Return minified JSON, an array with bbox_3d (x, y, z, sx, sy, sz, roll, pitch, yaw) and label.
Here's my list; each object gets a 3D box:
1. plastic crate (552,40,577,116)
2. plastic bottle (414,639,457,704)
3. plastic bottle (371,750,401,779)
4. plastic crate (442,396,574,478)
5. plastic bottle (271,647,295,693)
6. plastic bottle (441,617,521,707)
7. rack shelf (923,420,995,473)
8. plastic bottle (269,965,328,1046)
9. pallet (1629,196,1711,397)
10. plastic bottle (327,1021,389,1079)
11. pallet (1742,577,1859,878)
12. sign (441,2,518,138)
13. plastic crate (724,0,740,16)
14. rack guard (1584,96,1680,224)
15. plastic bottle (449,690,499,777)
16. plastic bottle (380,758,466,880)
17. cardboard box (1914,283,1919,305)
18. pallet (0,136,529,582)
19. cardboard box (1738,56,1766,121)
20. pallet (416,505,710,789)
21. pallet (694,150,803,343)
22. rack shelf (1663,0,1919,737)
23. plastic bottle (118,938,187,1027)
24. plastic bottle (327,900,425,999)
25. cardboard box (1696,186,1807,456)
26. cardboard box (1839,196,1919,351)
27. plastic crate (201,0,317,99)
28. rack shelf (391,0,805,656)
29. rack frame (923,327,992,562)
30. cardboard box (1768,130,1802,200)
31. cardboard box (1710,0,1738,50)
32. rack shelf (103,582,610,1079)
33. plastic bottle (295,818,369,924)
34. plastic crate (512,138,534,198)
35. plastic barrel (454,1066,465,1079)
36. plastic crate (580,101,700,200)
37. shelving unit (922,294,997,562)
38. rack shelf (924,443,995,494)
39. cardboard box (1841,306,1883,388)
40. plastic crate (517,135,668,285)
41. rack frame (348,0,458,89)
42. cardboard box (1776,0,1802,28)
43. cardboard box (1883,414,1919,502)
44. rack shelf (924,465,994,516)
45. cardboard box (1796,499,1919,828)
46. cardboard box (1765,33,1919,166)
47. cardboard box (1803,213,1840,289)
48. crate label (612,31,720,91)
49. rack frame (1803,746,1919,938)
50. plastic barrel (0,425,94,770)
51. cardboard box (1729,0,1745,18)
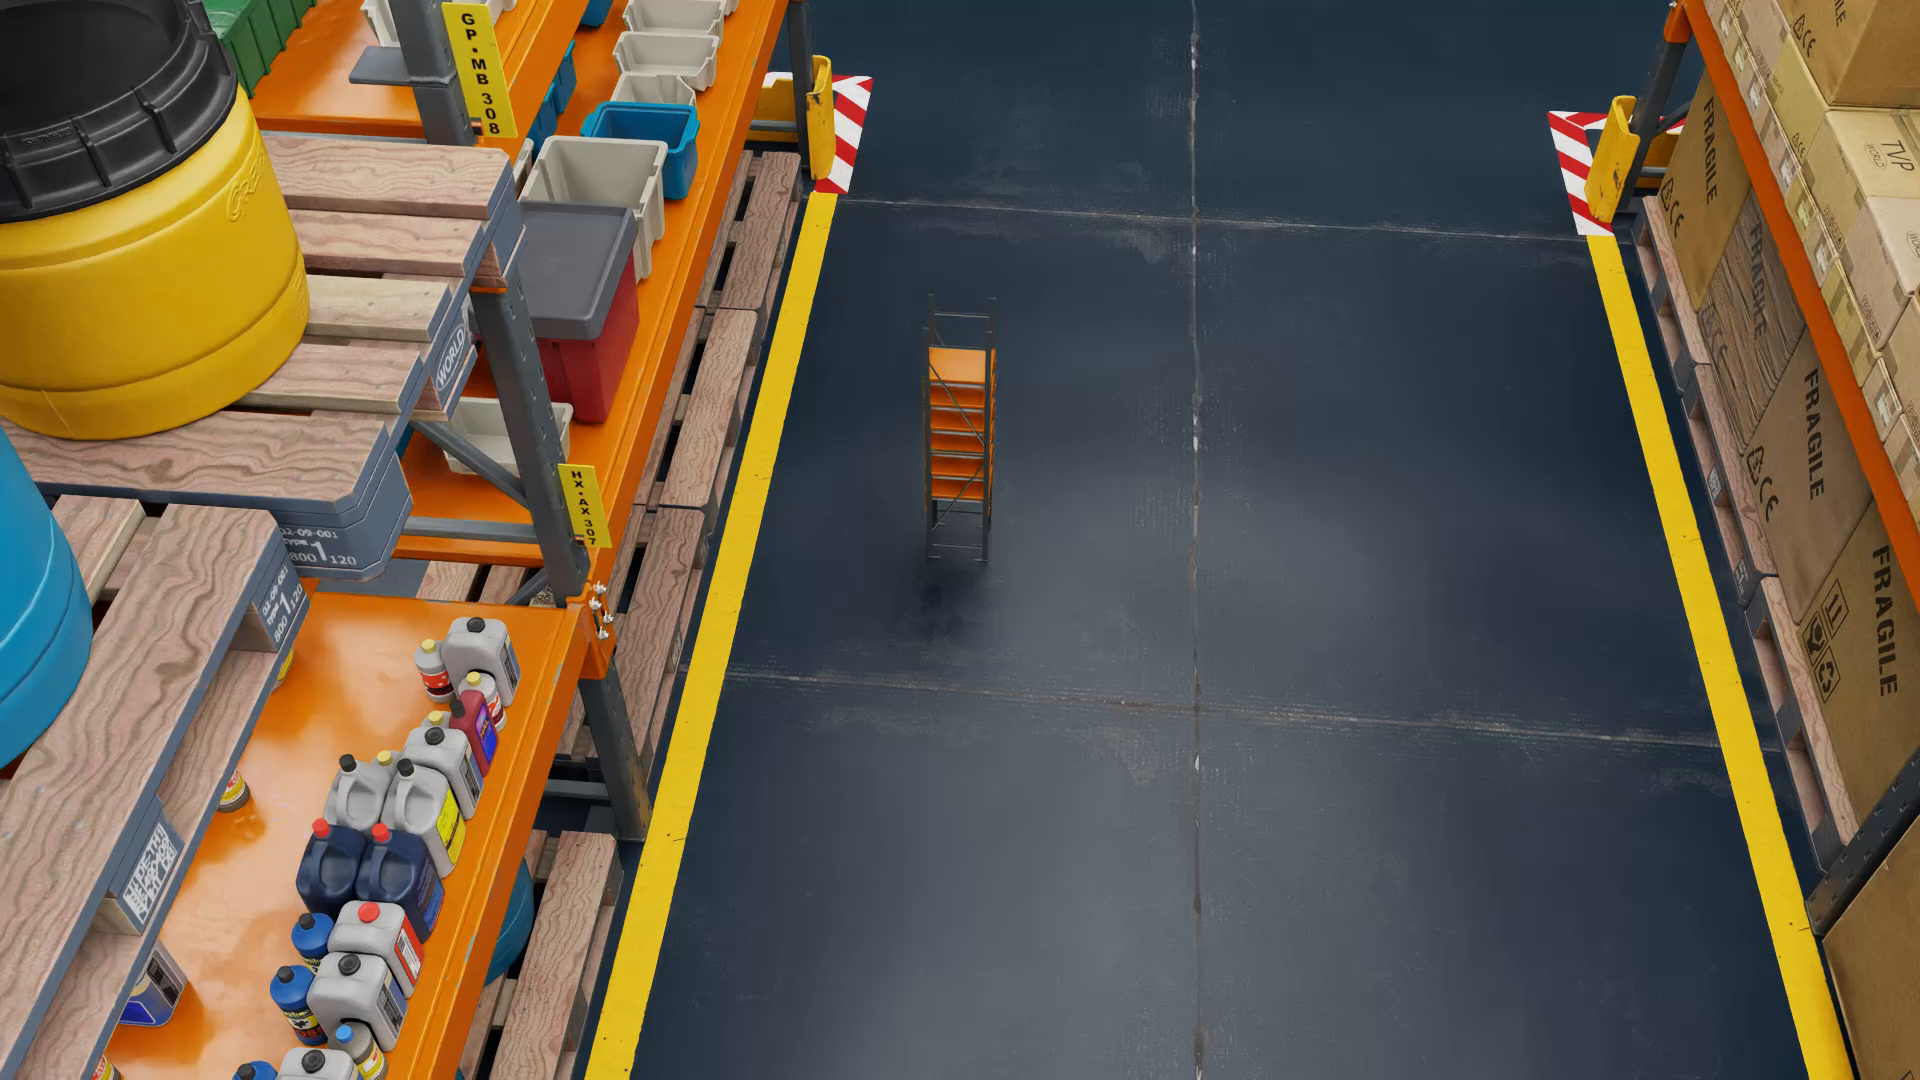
[{"bbox_3d":[-1.693,-1.813,6.448,0.416,0.233,0.300,4,48,4],"label":"plastic crate"},{"bbox_3d":[-1.427,0.347,4.535,0.097,0.201,0.097,0,48,0],"label":"plastic bottle"},{"bbox_3d":[-1.460,0.615,4.289,0.097,0.201,0.097,0,48,0],"label":"plastic bottle"},{"bbox_3d":[-1.402,-0.300,5.130,0.396,0.136,0.243,4,48,4],"label":"plastic crate"},{"bbox_3d":[-1.945,0.246,4.525,0.144,0.351,0.185,4,48,4],"label":"plastic bottle"},{"bbox_3d":[-1.301,0.316,4.512,0.152,0.276,0.135,4,48,4],"label":"plastic bottle"},{"bbox_3d":[-0.001,-0.364,6.330,0.258,0.103,0.180,4,48,4],"label":"rack shelf"},{"bbox_3d":[-1.518,1.061,3.834,0.097,0.271,0.097,0,48,0],"label":"plastic bottle"},{"bbox_3d":[3.715,-1.109,7.621,1.003,0.211,1.213,4,48,4],"label":"pallet"},{"bbox_3d":[-1.376,1.167,3.785,0.097,0.201,0.097,0,48,0],"label":"plastic bottle"},{"bbox_3d":[3.493,0.684,5.981,1.003,0.211,1.213,4,48,4],"label":"pallet"},{"bbox_3d":[-1.039,-1.014,3.606,0.100,0.325,0.005,4,48,4],"label":"sign"},{"bbox_3d":[-1.116,-2.296,6.955,0.396,0.136,0.243,4,48,4],"label":"plastic crate"},{"bbox_3d":[3.712,-1.817,8.073,1.175,0.500,0.348,4,48,4],"label":"rack guard"},{"bbox_3d":[-1.276,0.487,4.351,0.061,0.283,0.133,4,48,4],"label":"plastic bottle"},{"bbox_3d":[-1.345,0.677,4.131,0.144,0.351,0.185,4,48,4],"label":"plastic bottle"},{"bbox_3d":[3.171,-0.730,4.777,0.500,0.500,0.500,4,48,4],"label":"cardboard box"},{"bbox_3d":[-1.561,-0.403,3.181,1.213,0.211,1.003,4,48,4],"label":"pallet"},{"bbox_3d":[3.282,-1.751,6.489,0.380,0.149,0.250,3,48,3],"label":"cardboard box"},{"bbox_3d":[-1.558,0.361,6.276,1.003,0.211,1.213,4,48,4],"label":"pallet"},{"bbox_3d":[-1.336,-1.432,7.916,1.003,0.211,1.213,4,48,4],"label":"pallet"},{"bbox_3d":[3.528,-0.931,6.056,1.077,0.370,4.000,4,48,4],"label":"rack shelf"},{"bbox_3d":[-1.941,1.010,3.877,0.152,0.276,0.135,4,48,4],"label":"plastic bottle"},{"bbox_3d":[-1.380,0.955,3.927,0.152,0.276,0.135,4,48,4],"label":"plastic bottle"},{"bbox_3d":[3.648,-0.923,6.717,0.875,0.875,0.875,4,48,4],"label":"cardboard box"},{"bbox_3d":[3.215,-0.851,5.396,0.500,0.250,0.500,5,48,4],"label":"cardboard box"},{"bbox_3d":[-1.849,-1.309,4.026,0.450,0.188,0.662,4,48,4],"label":"plastic crate"},{"bbox_3d":[-1.405,-1.264,6.361,1.077,0.370,4.000,4,48,4],"label":"rack shelf"},{"bbox_3d":[-0.010,-0.327,6.236,0.240,1.200,0.006,4,48,4],"label":"rack frame"},{"bbox_3d":[3.234,-1.375,6.145,0.380,0.149,0.250,3,48,3],"label":"cardboard box"},{"bbox_3d":[3.327,-2.131,6.837,0.380,0.149,0.250,3,48,3],"label":"cardboard box"},{"bbox_3d":[-1.769,1.676,3.672,1.077,0.370,4.000,4,48,4],"label":"rack shelf"},{"bbox_3d":[-1.505,0.803,4.016,0.144,0.351,0.185,4,48,4],"label":"plastic bottle"},{"bbox_3d":[-1.727,-1.268,6.015,0.293,0.136,0.466,4,48,4],"label":"plastic crate"},{"bbox_3d":[-1.718,1.449,4.530,0.600,0.901,0.708,4,48,4],"label":"plastic barrel"},{"bbox_3d":[-1.154,-1.414,6.083,0.416,0.233,0.300,4,48,4],"label":"plastic crate"},{"bbox_3d":[-0.001,-0.394,6.298,0.258,1.200,0.189,4,48,4],"label":"shelving unit"},{"bbox_3d":[-0.001,-0.283,6.419,0.258,0.103,0.180,4,48,4],"label":"rack shelf"},{"bbox_3d":[3.140,-0.621,5.456,0.380,0.149,0.250,5,48,4],"label":"cardboard box"},{"bbox_3d":[-1.264,-1.127,5.787,0.437,0.282,0.530,4,48,4],"label":"plastic crate"},{"bbox_3d":[-1.587,-2.062,2.537,1.000,3.000,0.127,4,48,4],"label":"rack frame"},{"bbox_3d":[3.352,-2.244,6.161,0.500,0.500,0.500,3,48,3],"label":"cardboard box"},{"bbox_3d":[3.094,-0.243,5.110,0.380,0.149,0.250,3,48,3],"label":"cardboard box"},{"bbox_3d":[-0.001,-0.202,6.507,0.258,0.103,0.180,4,48,4],"label":"rack shelf"},{"bbox_3d":[3.485,0.392,5.514,0.875,0.875,0.875,4,48,4],"label":"cardboard box"},{"bbox_3d":[3.307,-1.607,6.087,0.500,0.250,0.500,2,48,2],"label":"cardboard box"},{"bbox_3d":[3.188,-0.996,5.799,0.380,0.149,0.250,5,48,4],"label":"cardboard box"},{"bbox_3d":[-1.158,-1.878,6.573,0.396,0.136,0.243,4,48,4],"label":"crate label"},{"bbox_3d":[3.346,0.296,4.446,1.000,3.000,0.127,4,48,4],"label":"rack frame"},{"bbox_3d":[-1.590,-0.096,2.148,0.600,0.901,0.708,4,48,4],"label":"plastic barrel"},{"bbox_3d":[3.397,-2.358,6.774,0.500,0.250,0.500,3,48,2],"label":"cardboard box"}]
